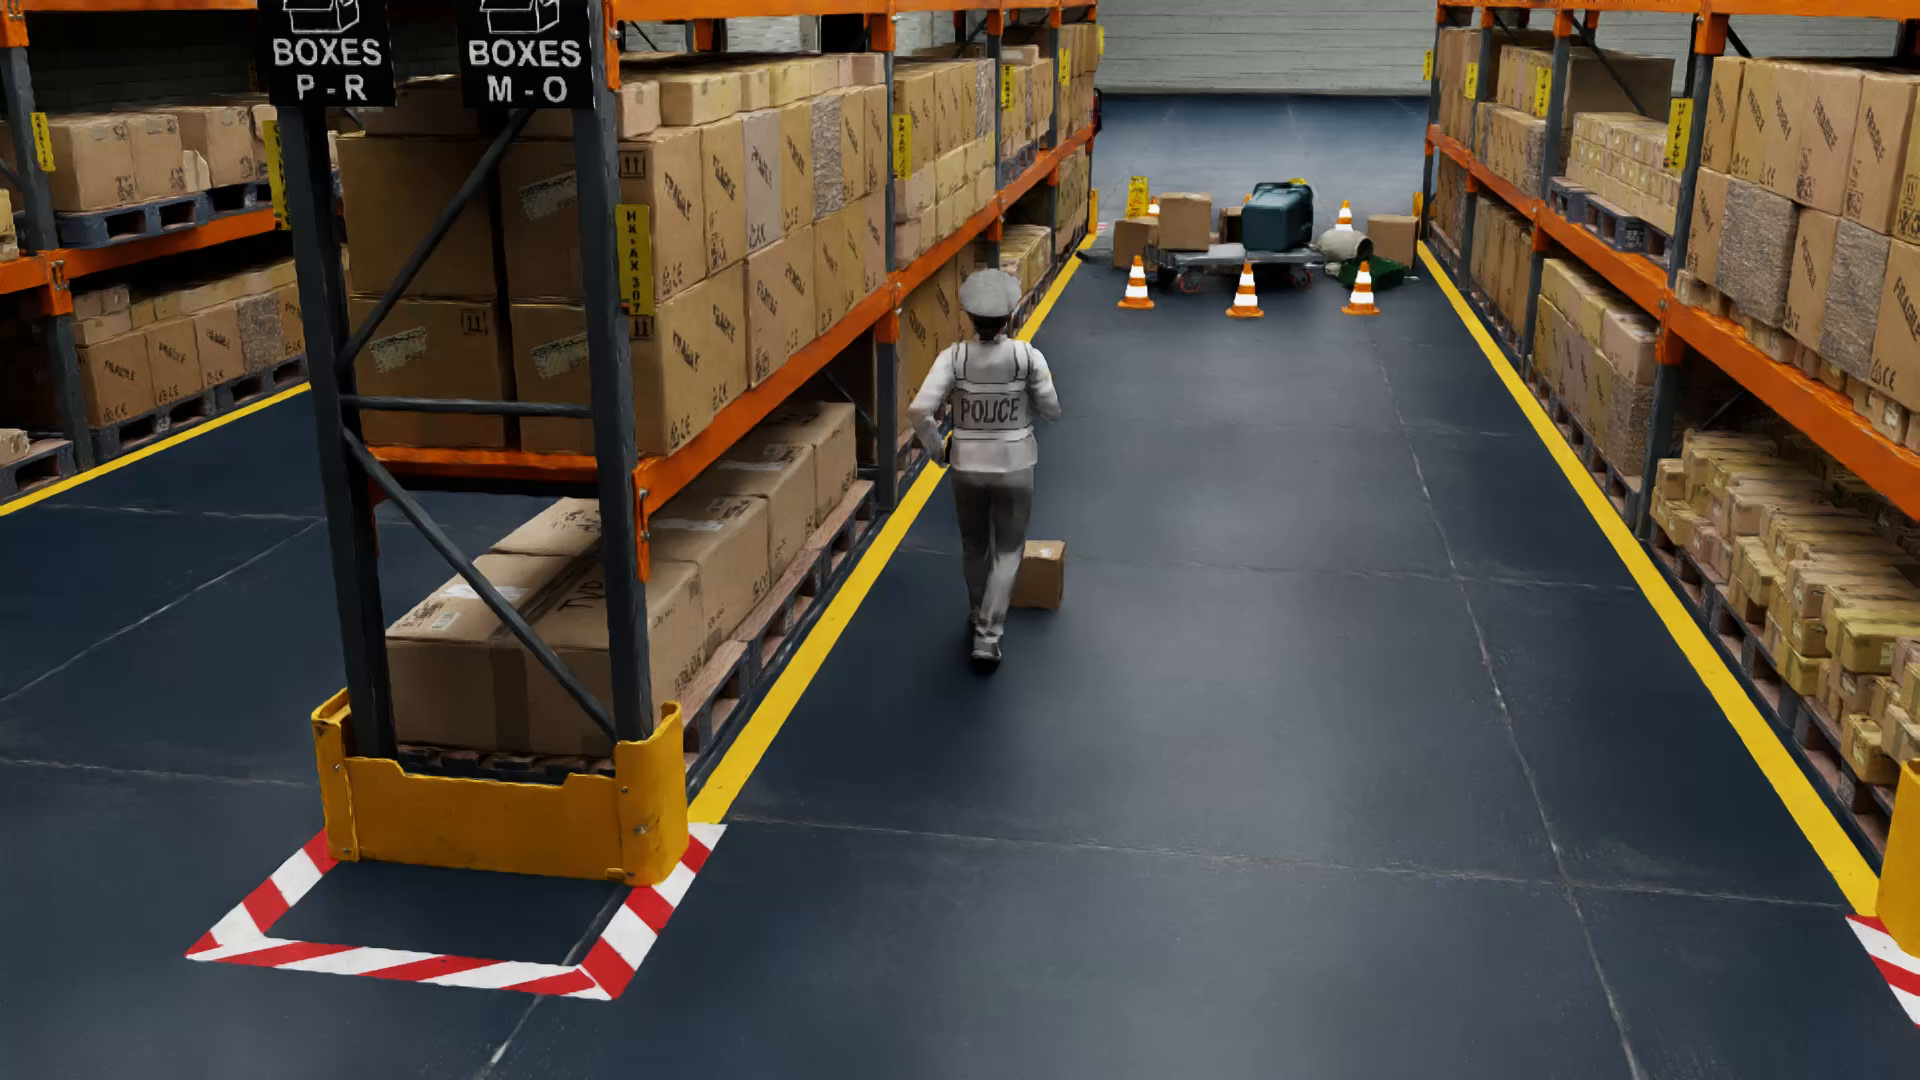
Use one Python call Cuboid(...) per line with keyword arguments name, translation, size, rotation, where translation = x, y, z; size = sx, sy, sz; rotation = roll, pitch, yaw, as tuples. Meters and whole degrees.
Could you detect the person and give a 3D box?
Cuboid(name="person", translation=(0.145, -0.332, 7.027), size=(0.578, 1.678, 0.790), rotation=(4, 18, 11))
